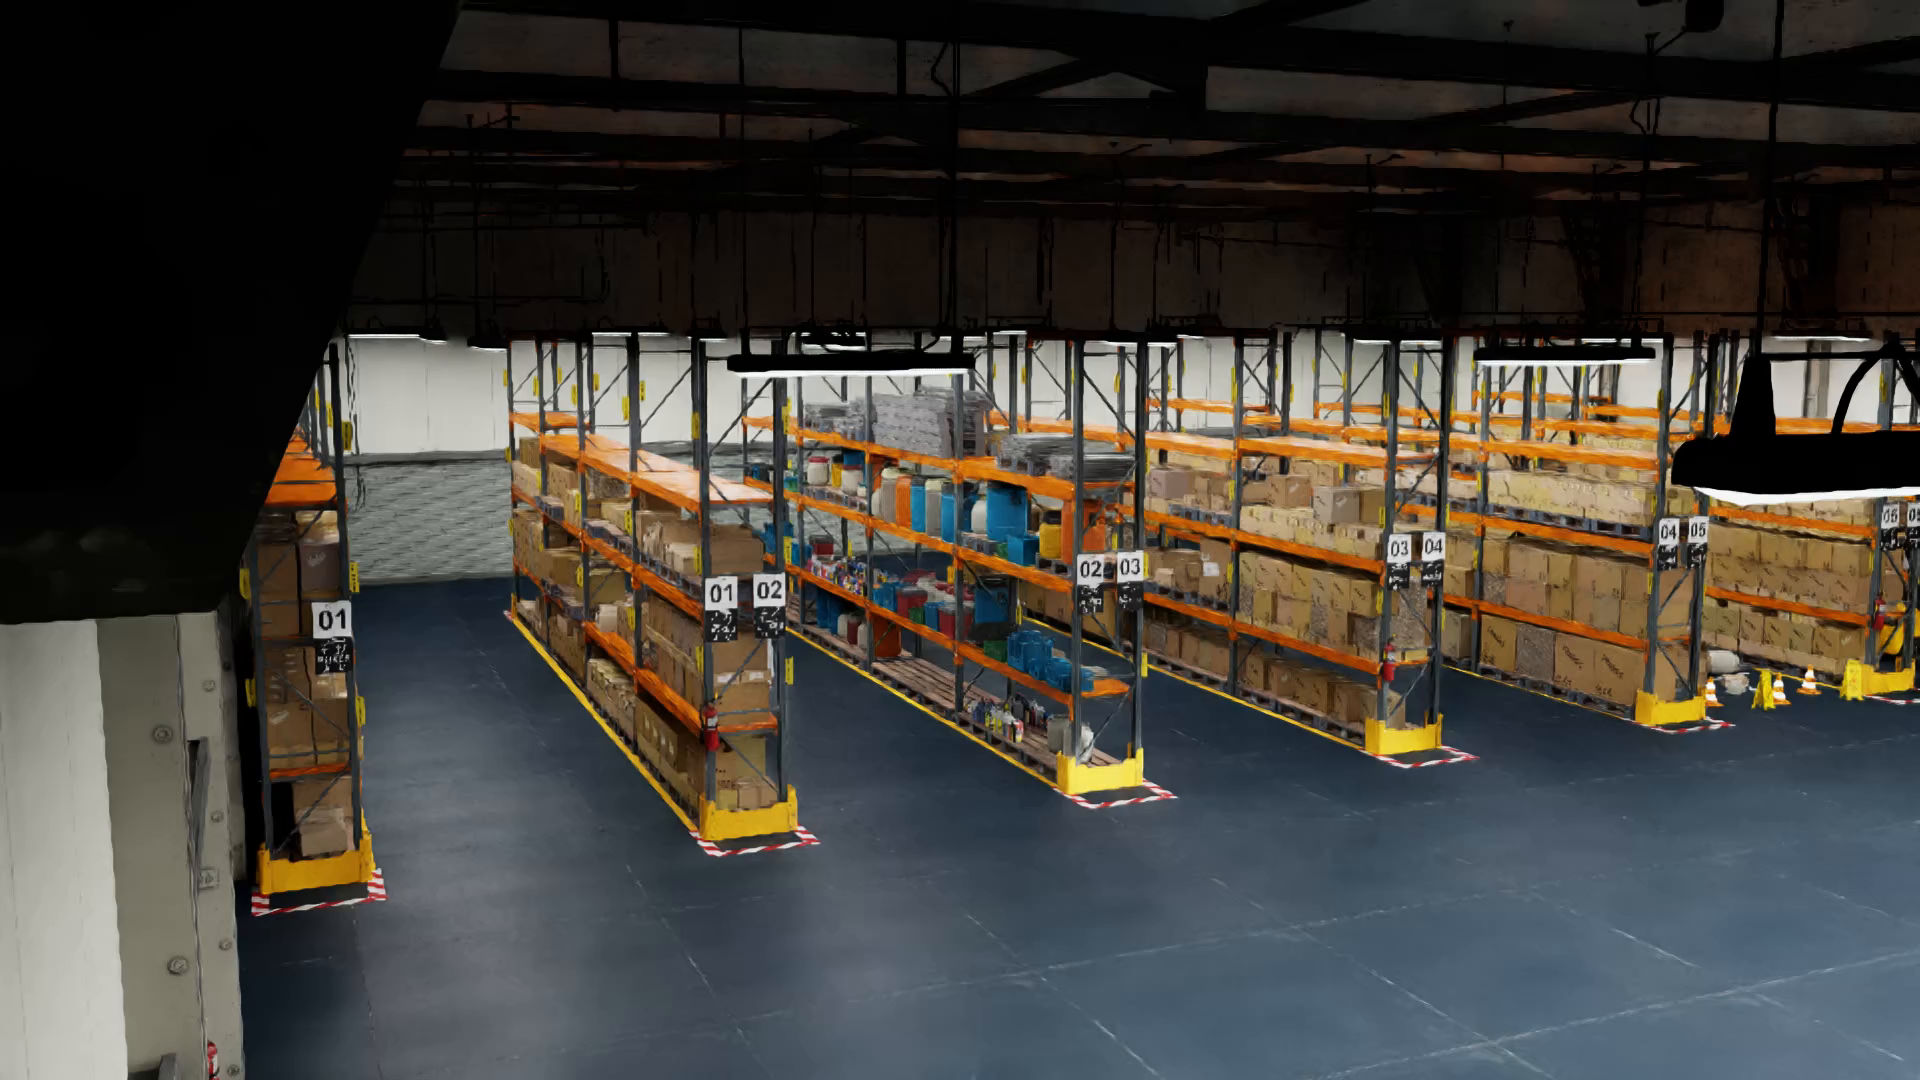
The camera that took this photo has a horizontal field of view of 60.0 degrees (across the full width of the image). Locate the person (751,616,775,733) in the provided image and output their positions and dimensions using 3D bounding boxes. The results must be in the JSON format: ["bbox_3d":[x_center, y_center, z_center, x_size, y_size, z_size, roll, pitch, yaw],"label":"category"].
[{"bbox_3d":[-3.031,2.068,25.240,0.638,1.667,0.515,6,10,36],"label":"person"}]

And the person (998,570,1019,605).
[{"bbox_3d":[0.815,1.274,31.092,0.502,1.573,0.797,-3,8,-24],"label":"person"}]
